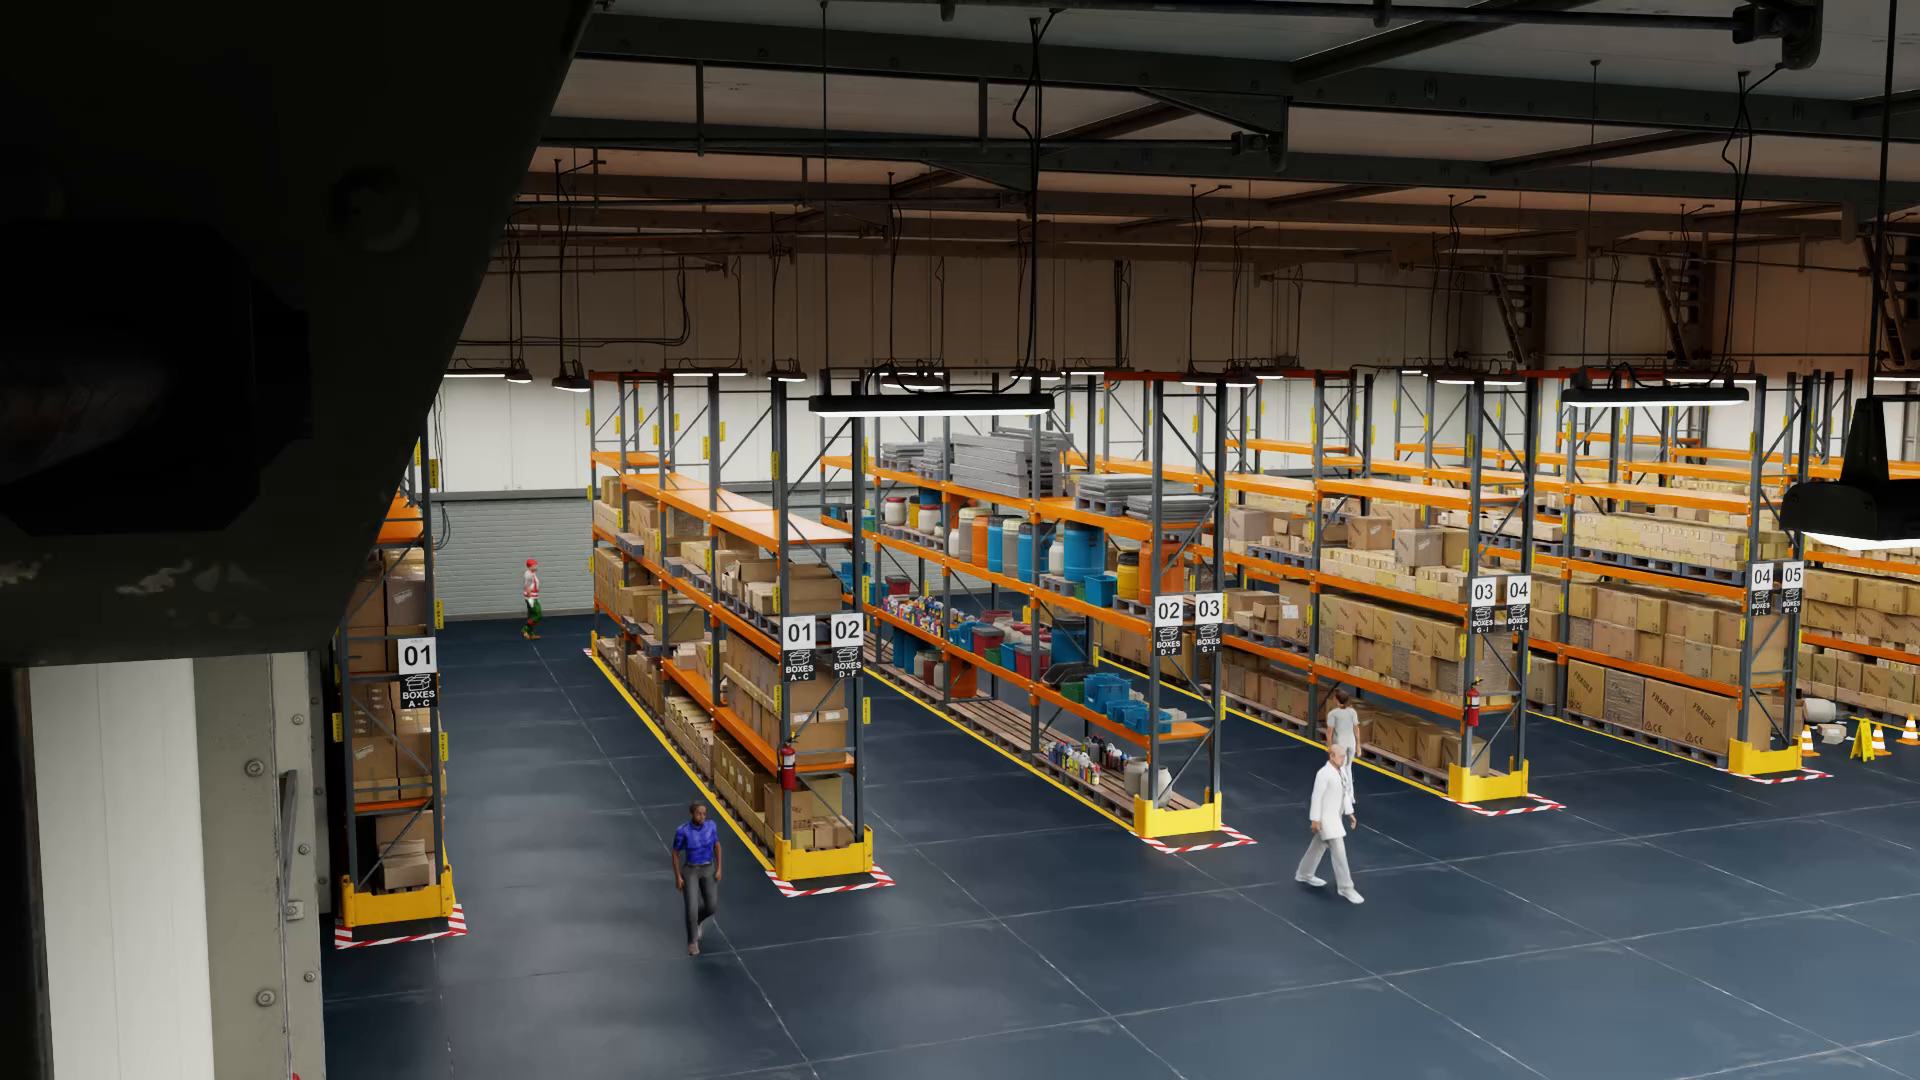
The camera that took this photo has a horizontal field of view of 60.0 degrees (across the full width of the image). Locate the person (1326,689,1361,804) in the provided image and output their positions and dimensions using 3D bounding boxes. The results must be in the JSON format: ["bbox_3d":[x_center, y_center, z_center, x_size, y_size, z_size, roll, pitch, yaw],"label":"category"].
[{"bbox_3d":[5.345,2.907,23.222,0.478,1.655,0.514,-1,6,-10],"label":"person"}]

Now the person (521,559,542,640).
[{"bbox_3d":[-9.516,1.316,36.837,0.473,1.787,0.582,-2,7,-18],"label":"person"}]

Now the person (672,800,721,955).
[{"bbox_3d":[-2.820,3.544,17.763,0.536,1.624,0.514,-3,7,-25],"label":"person"}]

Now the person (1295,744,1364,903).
[{"bbox_3d":[4.388,3.271,19.550,0.944,1.757,0.601,4,7,31],"label":"person"}]
